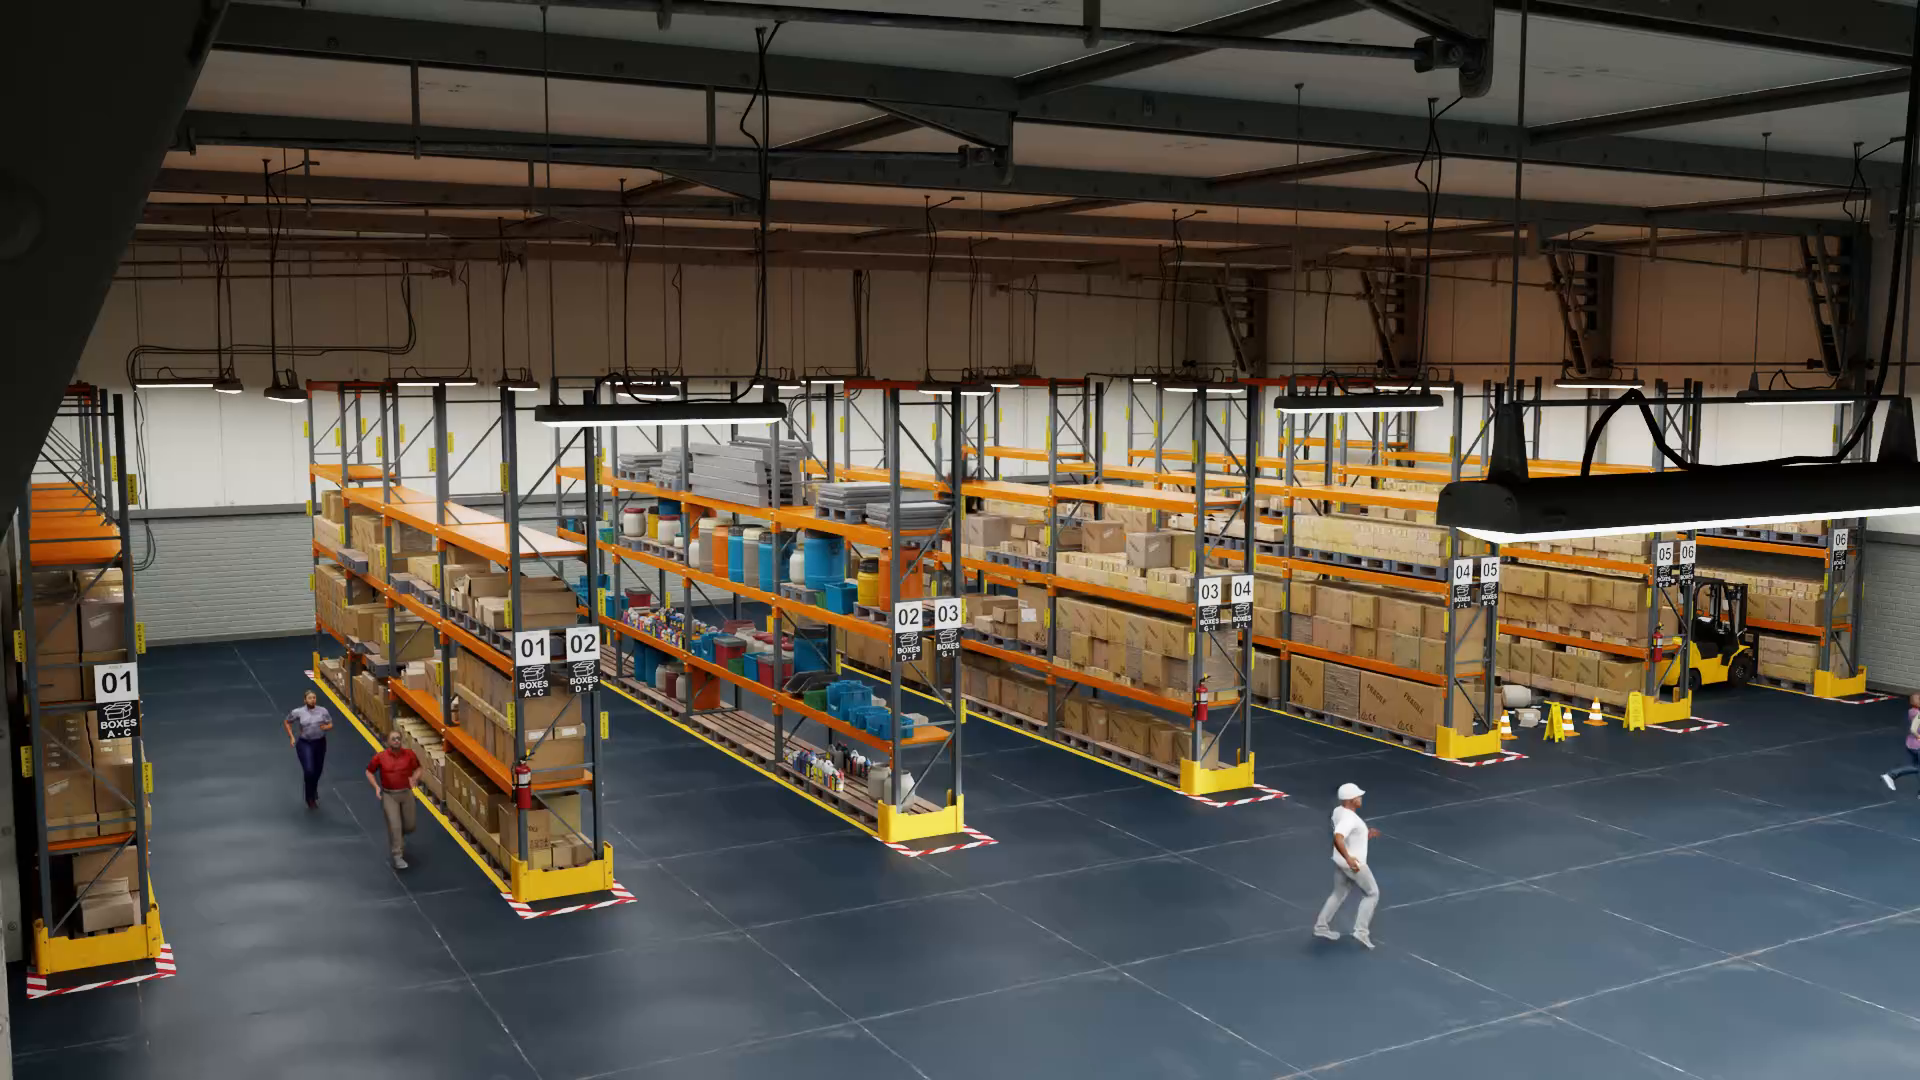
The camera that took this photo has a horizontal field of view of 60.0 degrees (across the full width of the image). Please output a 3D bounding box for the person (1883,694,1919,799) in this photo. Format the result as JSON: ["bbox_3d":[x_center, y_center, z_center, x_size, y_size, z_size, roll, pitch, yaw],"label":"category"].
[{"bbox_3d":[13.819,2.996,24.072,0.743,1.561,0.546,2,6,14],"label":"person"}]

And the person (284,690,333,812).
[{"bbox_3d":[-9.276,3.000,23.783,0.580,1.687,0.754,-6,8,-43],"label":"person"}]

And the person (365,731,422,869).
[{"bbox_3d":[-7.144,3.251,21.069,0.675,1.688,0.809,-4,7,-32],"label":"person"}]

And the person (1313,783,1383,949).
[{"bbox_3d":[4.238,3.543,18.045,0.757,1.825,0.671,-1,6,-9],"label":"person"}]
